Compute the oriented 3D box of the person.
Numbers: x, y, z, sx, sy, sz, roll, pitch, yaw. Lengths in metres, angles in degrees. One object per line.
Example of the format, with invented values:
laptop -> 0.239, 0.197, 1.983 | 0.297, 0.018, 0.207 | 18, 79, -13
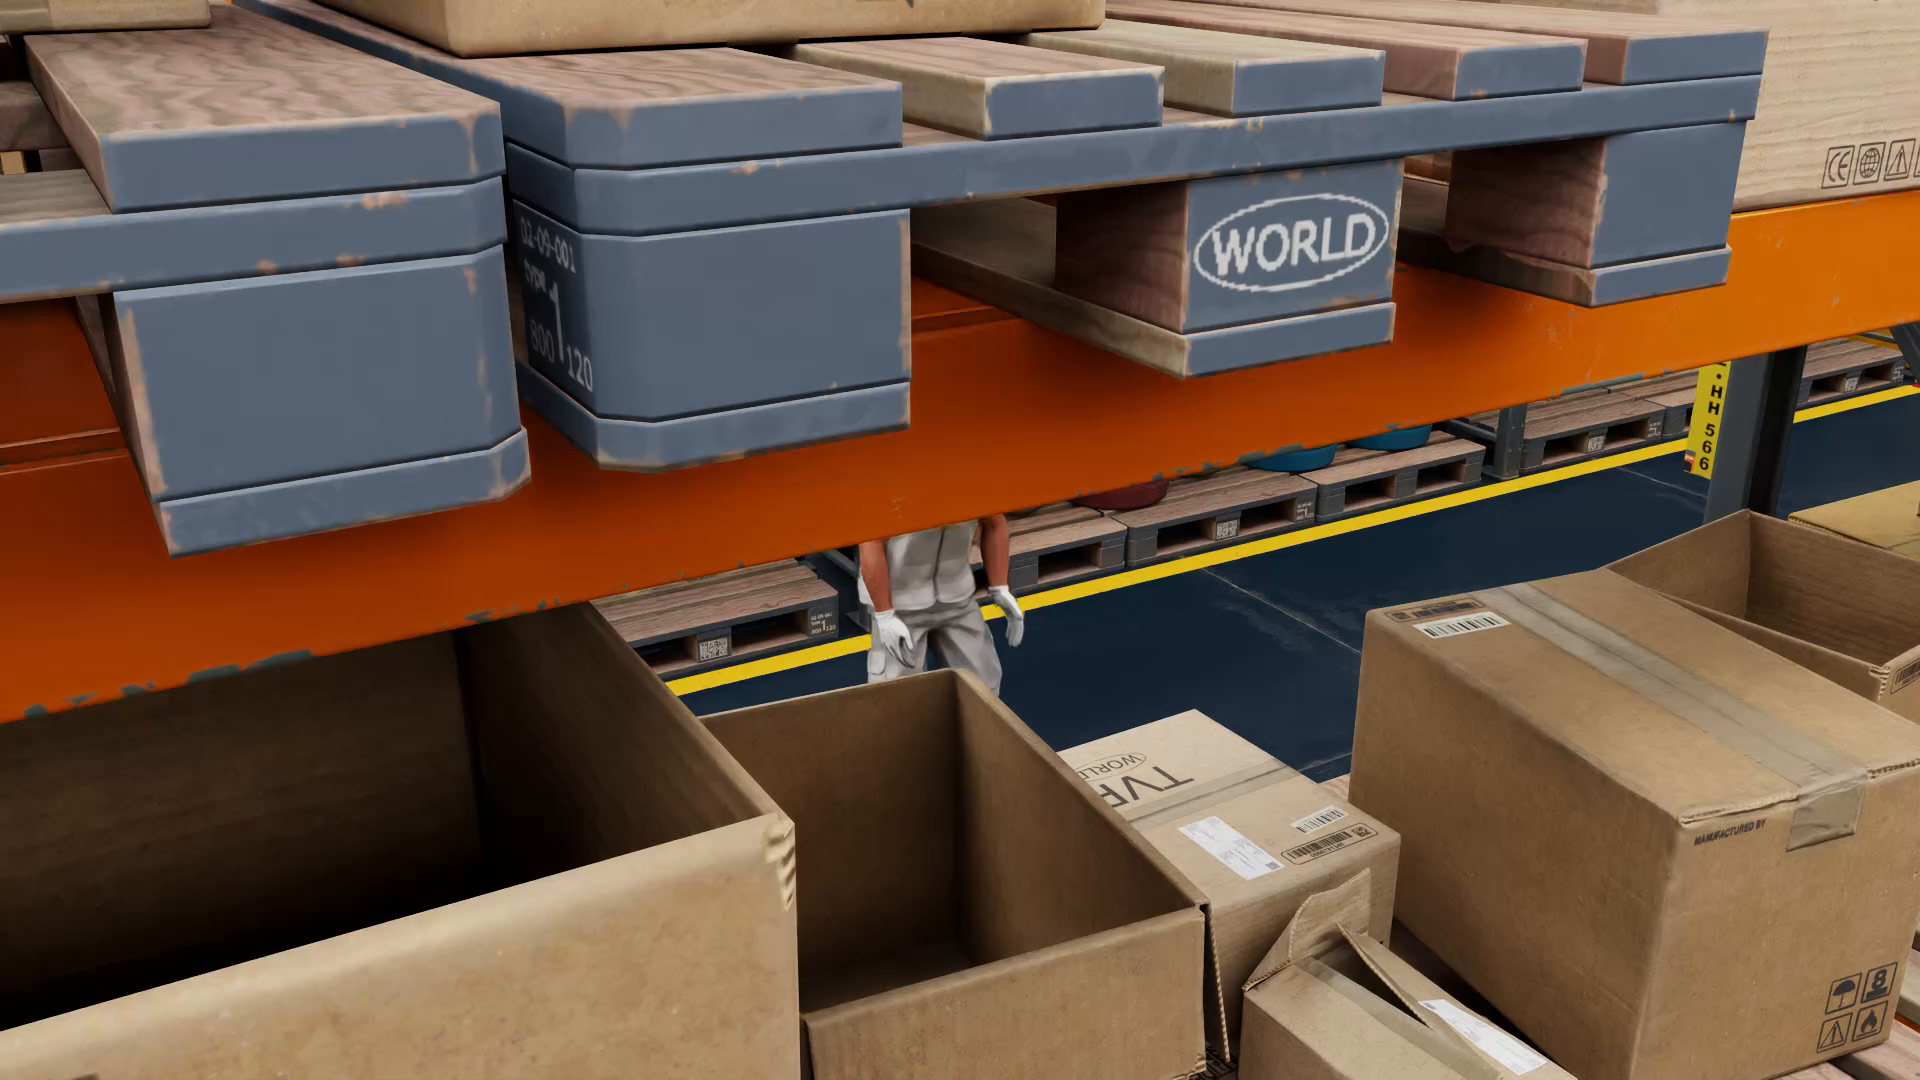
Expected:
person -> -0.075, 0.235, 5.565 | 0.551, 1.712, 0.496 | -12, 24, -27
